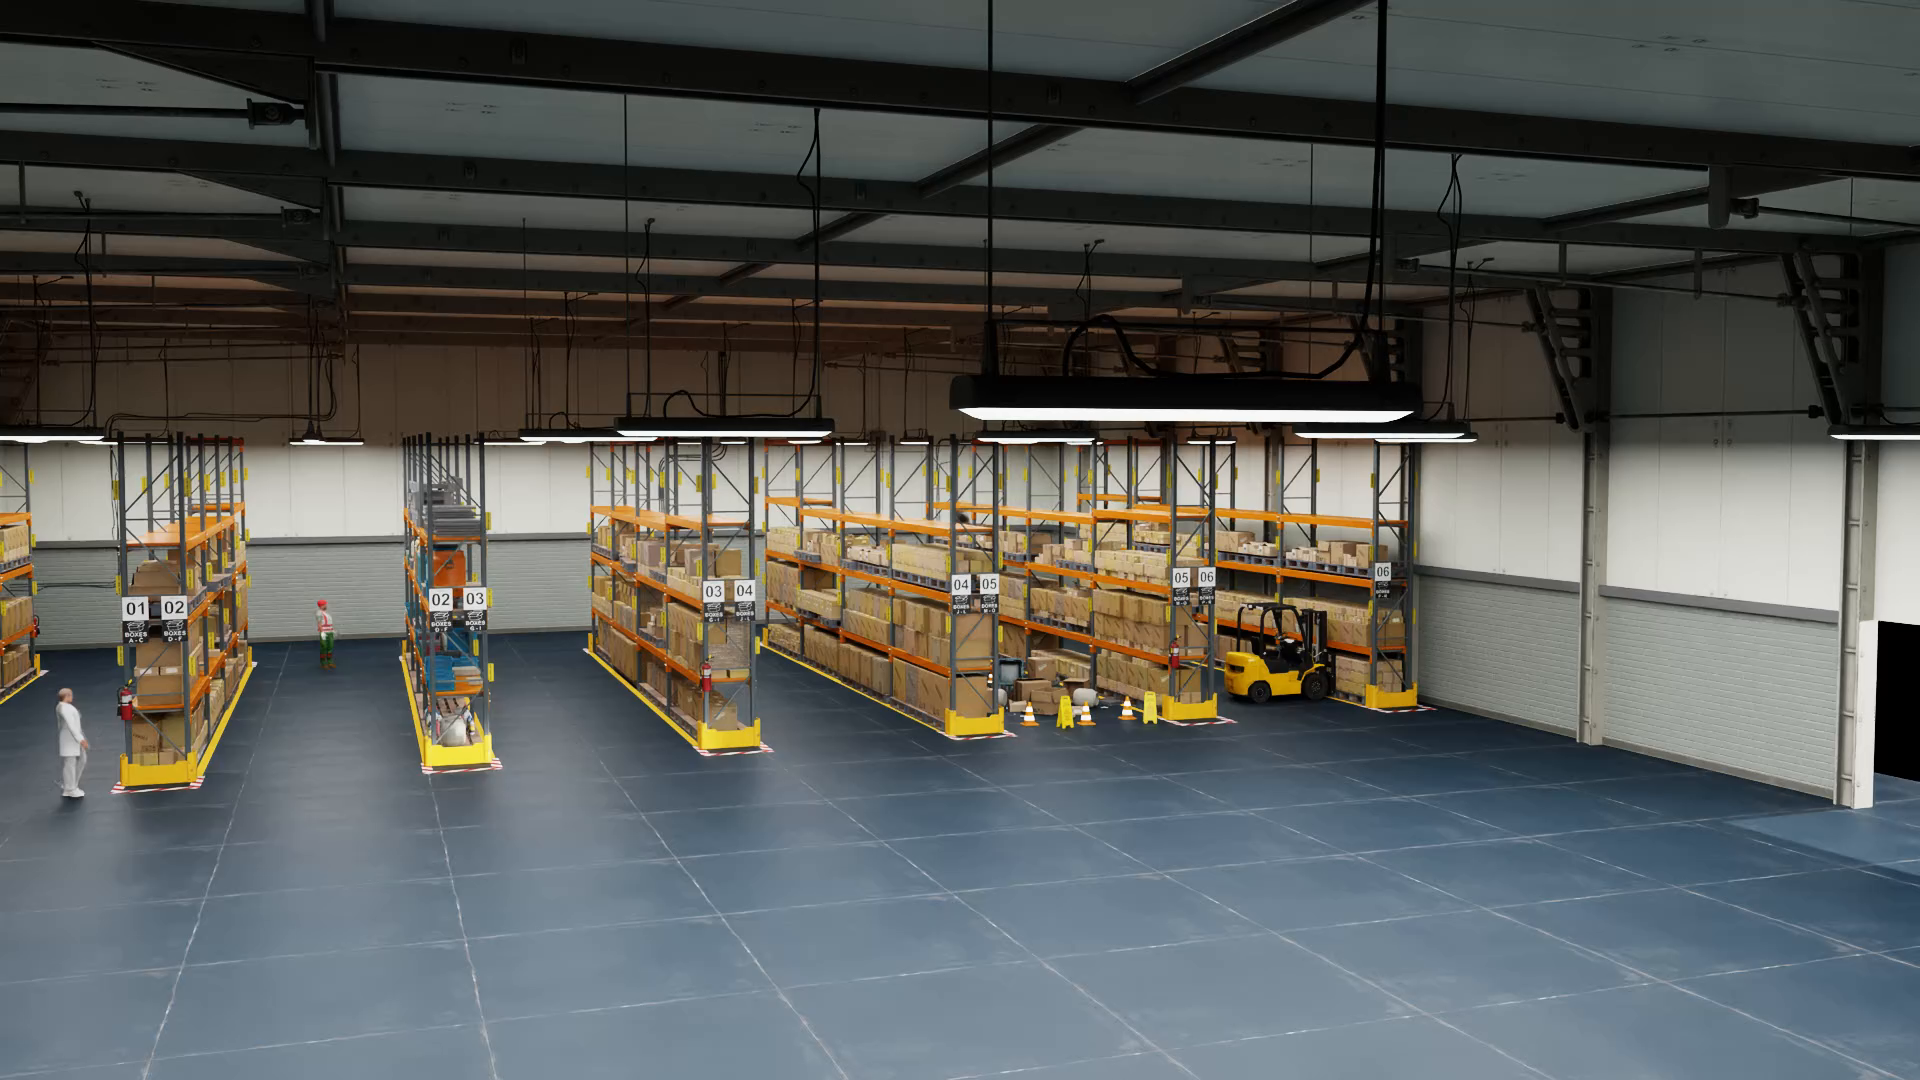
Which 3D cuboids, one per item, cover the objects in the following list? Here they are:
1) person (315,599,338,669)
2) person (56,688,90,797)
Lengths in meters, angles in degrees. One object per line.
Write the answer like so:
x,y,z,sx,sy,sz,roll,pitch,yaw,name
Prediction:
-16.485,2.441,43.320,0.500,1.808,0.595,1,3,17,person
-14.573,3.327,27.339,0.585,1.800,0.636,-1,3,-13,person
